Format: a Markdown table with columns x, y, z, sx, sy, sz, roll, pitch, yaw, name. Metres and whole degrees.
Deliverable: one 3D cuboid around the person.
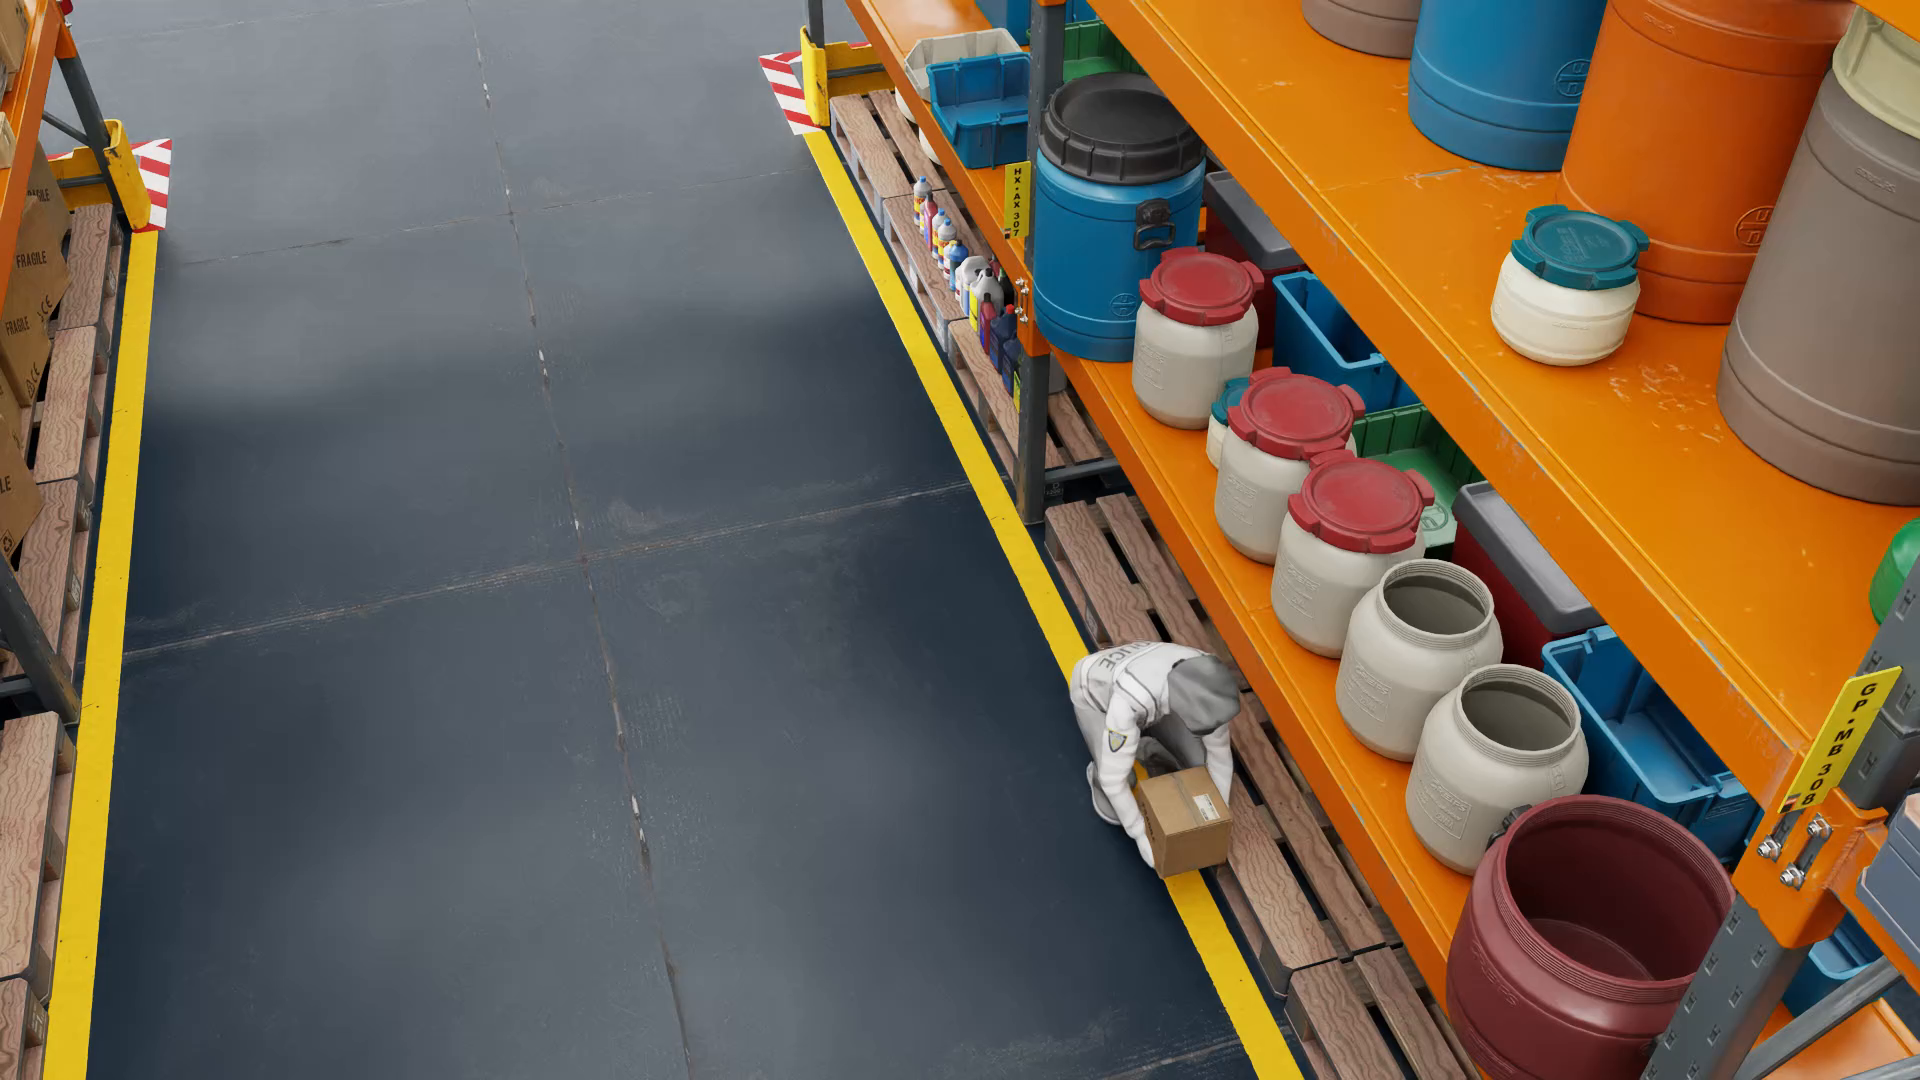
| x | y | z | sx | sy | sz | roll | pitch | yaw | name |
| --- | --- | --- | --- | --- | --- | --- | --- | --- | --- |
| 0.680 | 0.666 | 5.963 | 0.502 | 0.964 | 0.822 | -12 | 44 | -13 | person |
